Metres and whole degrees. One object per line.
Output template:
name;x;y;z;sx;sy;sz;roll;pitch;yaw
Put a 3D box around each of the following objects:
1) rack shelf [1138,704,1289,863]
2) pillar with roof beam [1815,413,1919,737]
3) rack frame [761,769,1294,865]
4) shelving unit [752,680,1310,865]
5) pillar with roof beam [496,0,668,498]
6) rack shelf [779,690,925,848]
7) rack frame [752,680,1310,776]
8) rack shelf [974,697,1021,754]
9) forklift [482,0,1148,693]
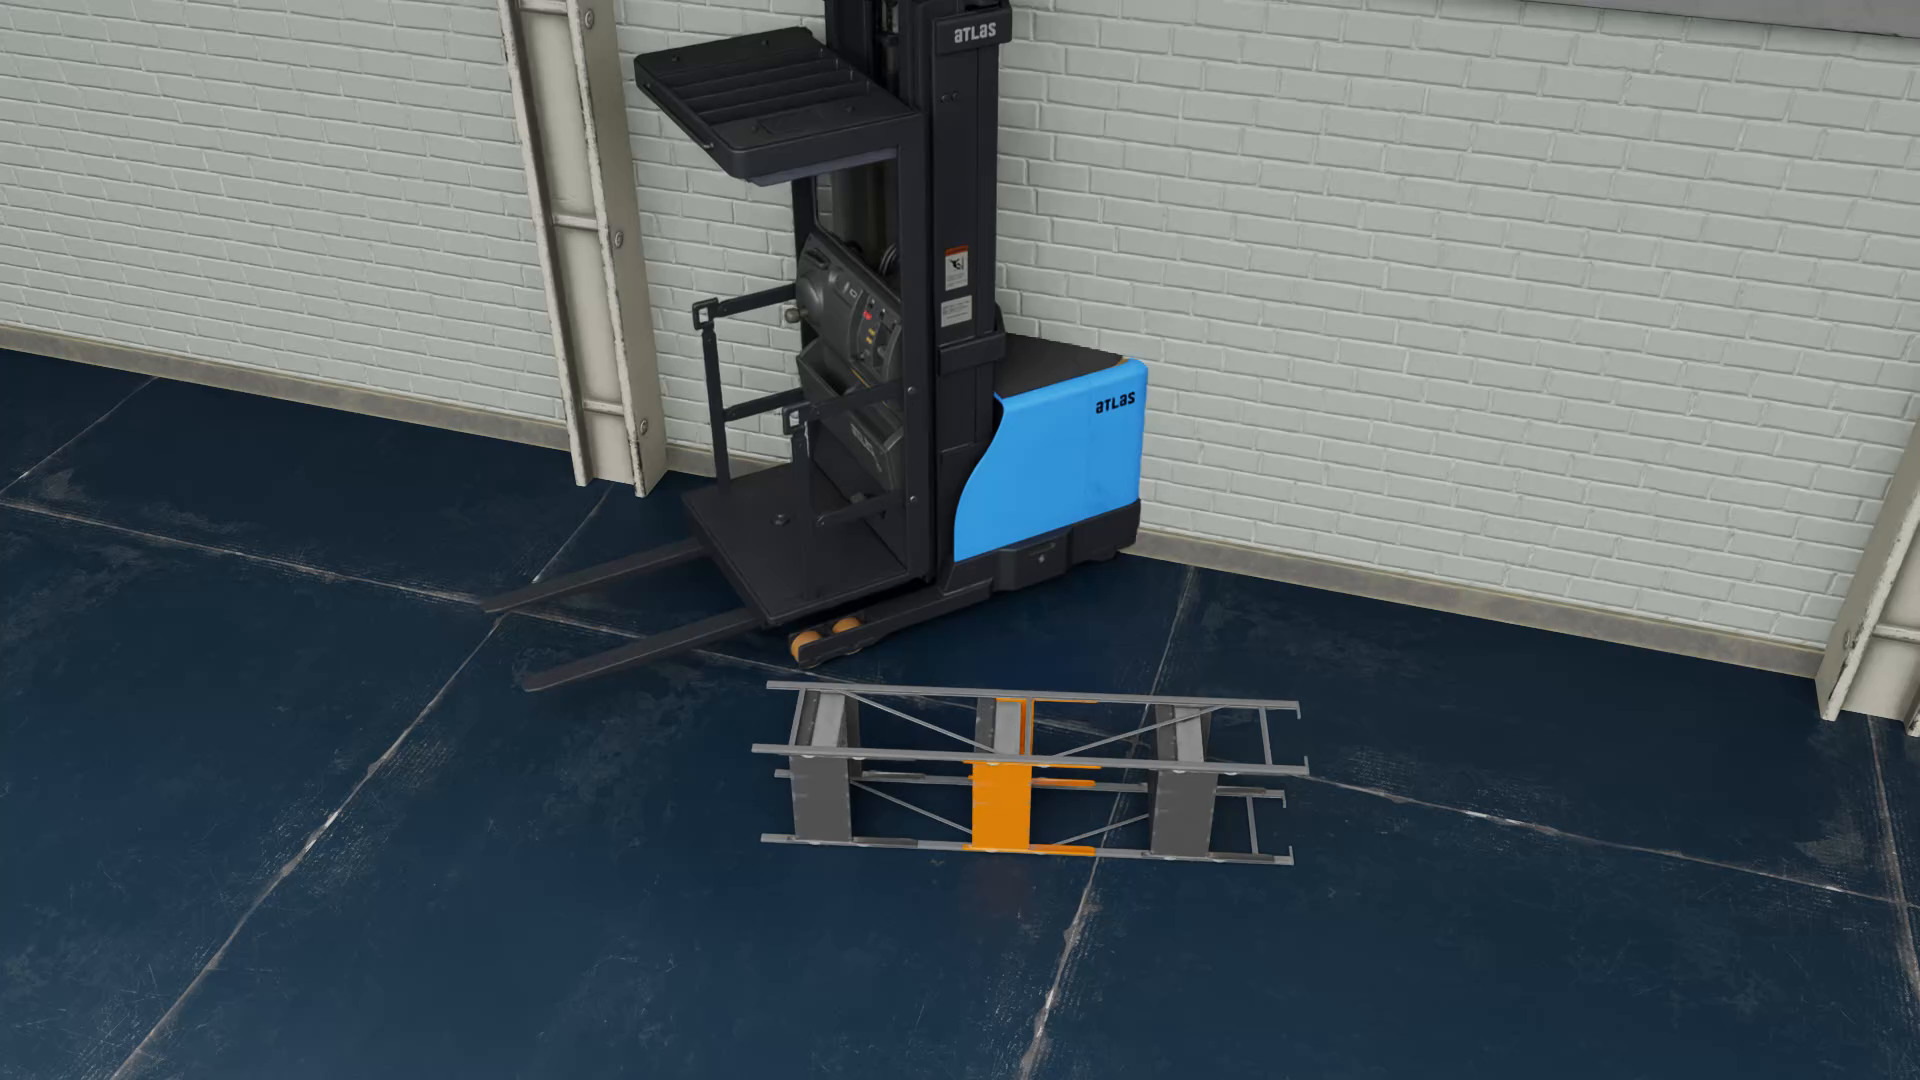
rack shelf;0.982;0.941;6.535;0.518;0.480;0.431;2;36;3
pillar with roof beam;2.681;-0.467;1.293;0.400;9.000;9.100;10;38;14
rack frame;0.269;1.113;6.714;2.100;0.015;0.400;2;36;3
shelving unit;0.269;0.917;6.569;2.100;0.503;0.431;2;36;3
pillar with roof beam;-3.046;-1.528;2.734;0.400;9.000;9.100;10;38;14
rack shelf;-0.416;0.893;6.601;0.518;0.480;0.431;2;36;3
rack frame;0.269;0.720;6.424;2.100;0.015;0.400;2;36;3
rack shelf;0.146;0.912;6.575;0.174;0.457;0.368;2;36;3
forklift;-0.664;-0.965;7.089;3.031;2.935;1.130;-18;40;-23
